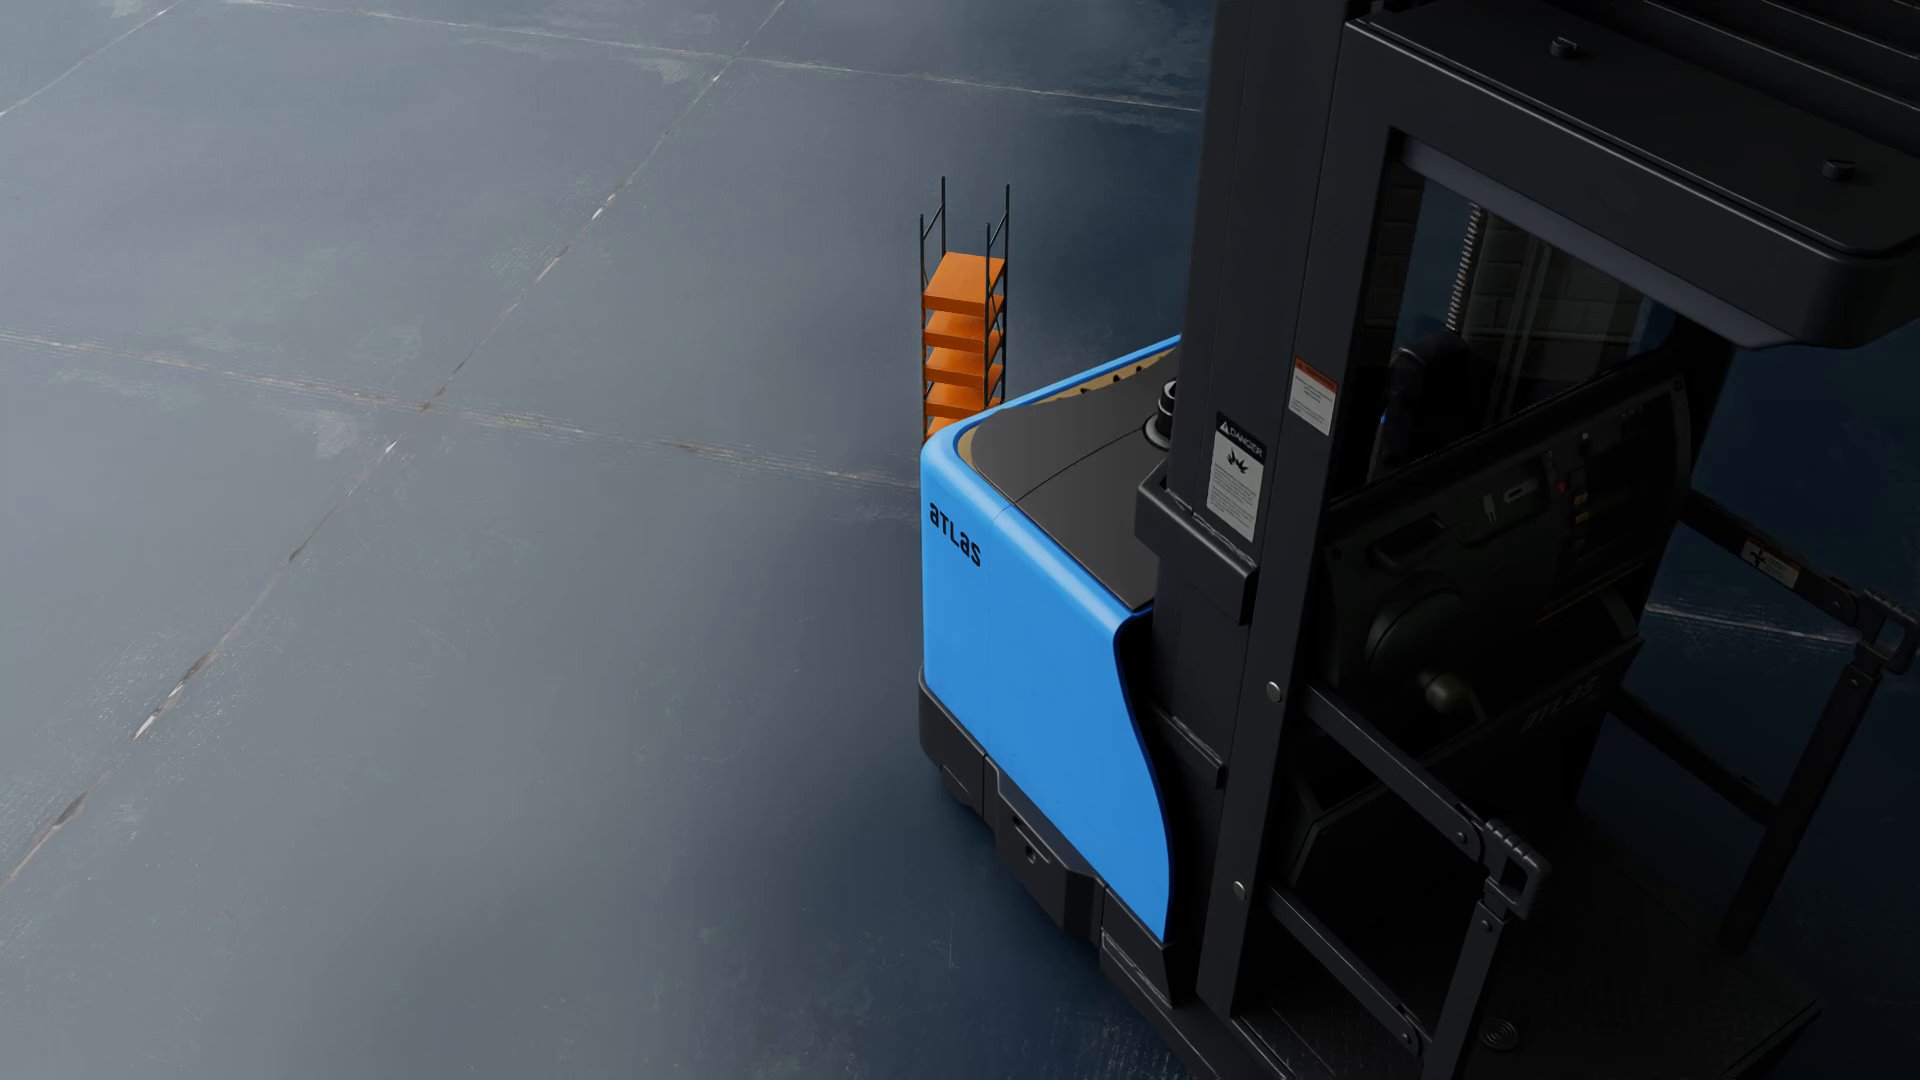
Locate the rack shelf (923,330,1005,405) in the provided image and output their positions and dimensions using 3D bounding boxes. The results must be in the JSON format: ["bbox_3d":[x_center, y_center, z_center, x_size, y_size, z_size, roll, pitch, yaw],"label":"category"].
[{"bbox_3d":[0.014,-0.515,4.813,0.180,0.103,0.258,10,41,11],"label":"rack shelf"}]

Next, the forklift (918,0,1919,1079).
[{"bbox_3d":[1.128,0.072,2.885,1.130,2.935,3.031,-23,45,-25],"label":"forklift"}]

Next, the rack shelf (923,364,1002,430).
[{"bbox_3d":[0.014,-0.423,4.890,0.180,0.103,0.258,10,41,11],"label":"rack shelf"}]

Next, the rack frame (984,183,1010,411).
[{"bbox_3d":[0.102,-0.442,4.843,0.006,1.200,0.240,10,41,11],"label":"rack frame"}]

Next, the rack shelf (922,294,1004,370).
[{"bbox_3d":[0.014,-0.607,4.735,0.180,0.103,0.258,10,41,11],"label":"rack shelf"}]

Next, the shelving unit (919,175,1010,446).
[{"bbox_3d":[0.014,-0.457,4.861,0.189,1.200,0.258,10,41,11],"label":"shelving unit"}]

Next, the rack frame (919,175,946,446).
[{"bbox_3d":[-0.074,-0.472,4.879,0.006,1.200,0.240,10,41,11],"label":"rack frame"}]

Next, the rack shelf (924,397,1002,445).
[{"bbox_3d":[0.014,-0.331,4.967,0.180,0.103,0.258,10,41,11],"label":"rack shelf"}]

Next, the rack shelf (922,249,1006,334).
[{"bbox_3d":[0.014,-0.699,4.658,0.180,0.103,0.258,10,41,11],"label":"rack shelf"}]
